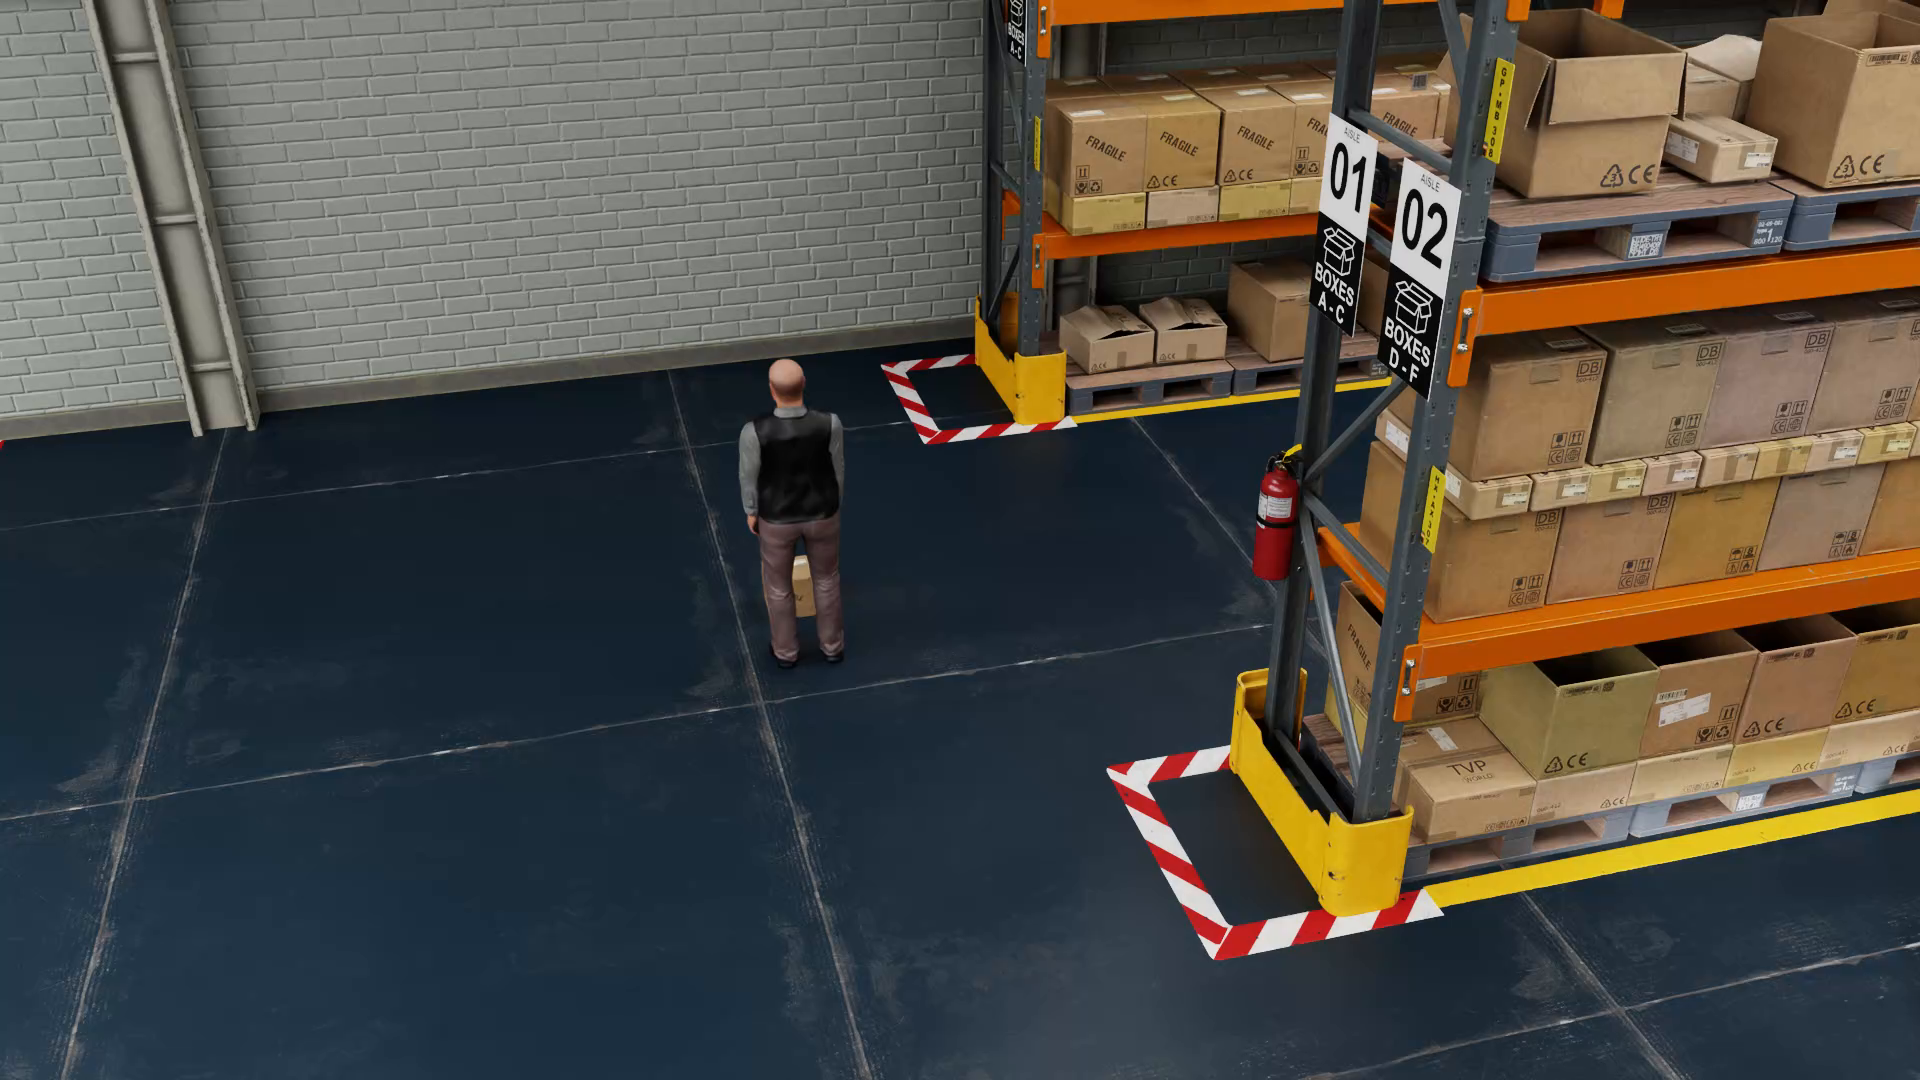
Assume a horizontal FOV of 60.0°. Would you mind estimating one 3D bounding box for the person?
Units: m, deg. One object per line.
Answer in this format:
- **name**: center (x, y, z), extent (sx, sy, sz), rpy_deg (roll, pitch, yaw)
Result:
- **person**: center (-0.847, -0.123, 8.495), extent (0.534, 1.716, 0.355), rpy_deg (-7, 31, -12)
